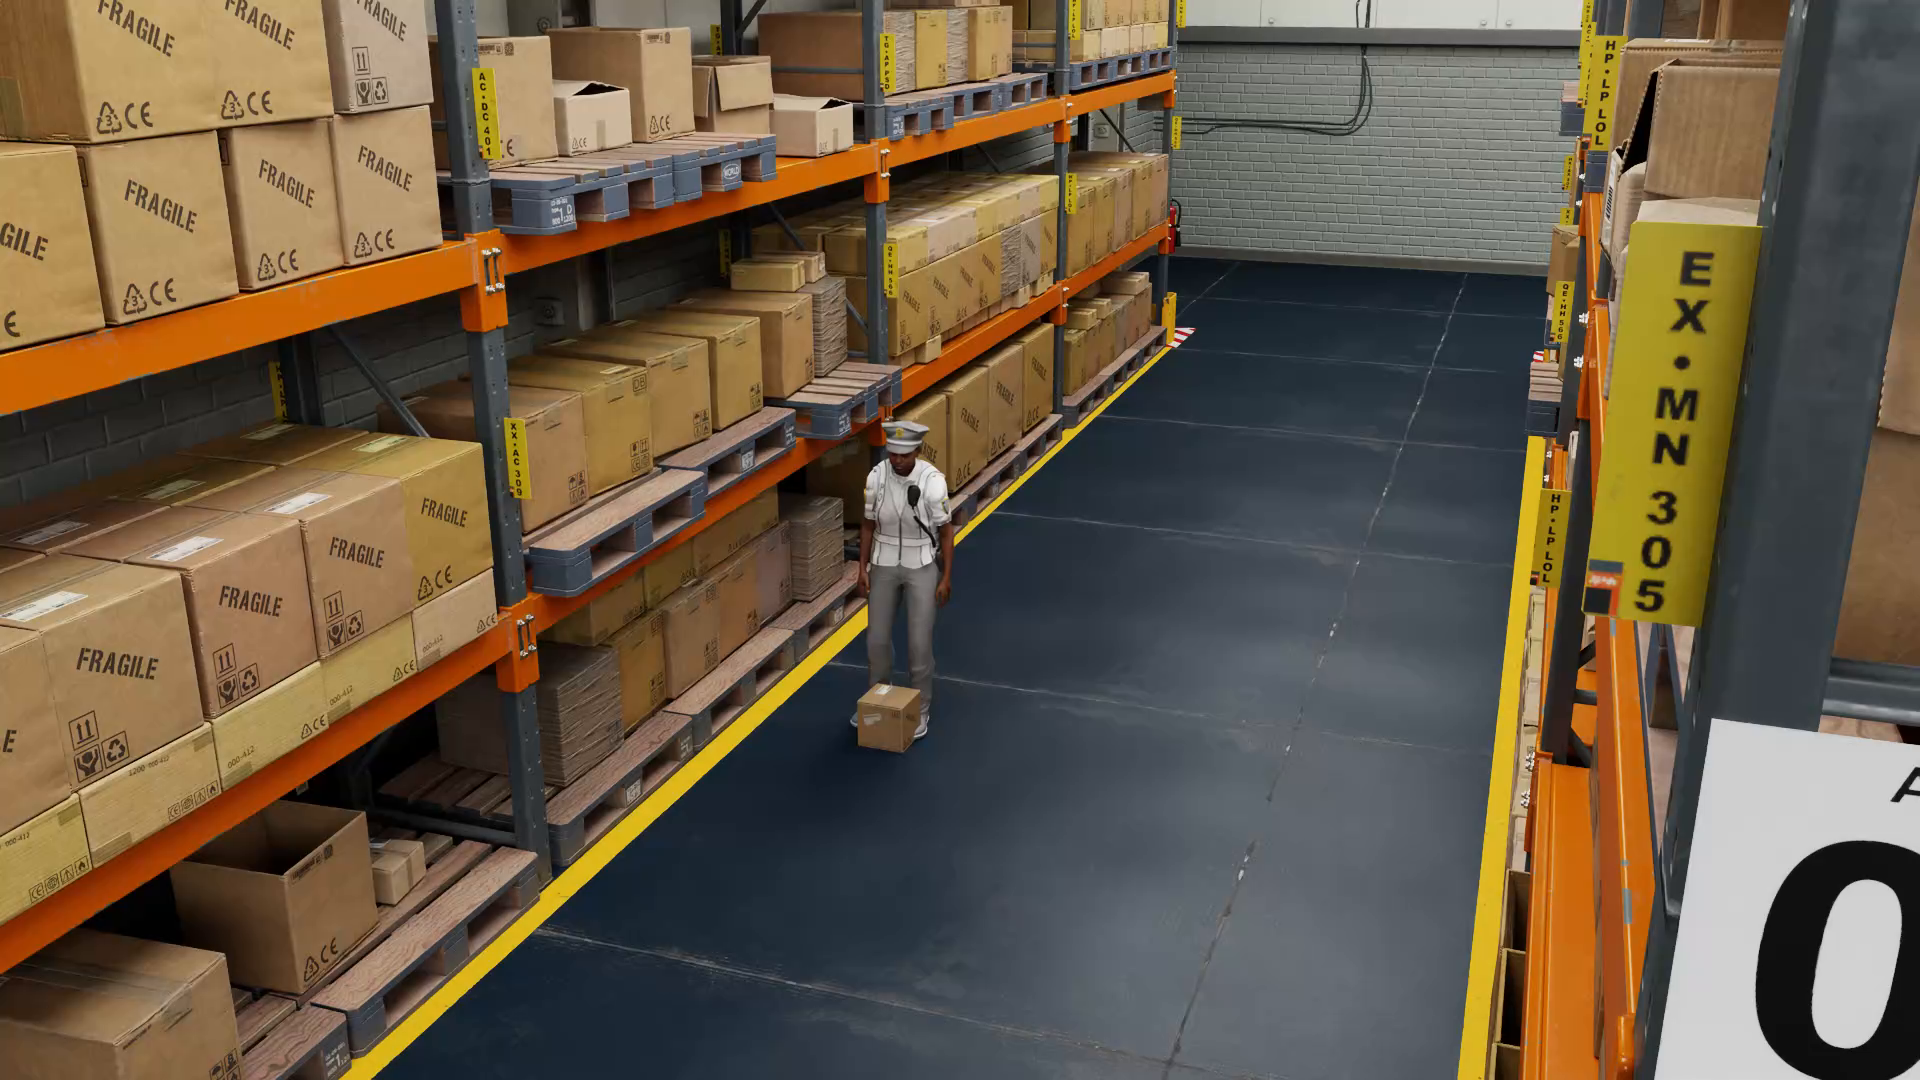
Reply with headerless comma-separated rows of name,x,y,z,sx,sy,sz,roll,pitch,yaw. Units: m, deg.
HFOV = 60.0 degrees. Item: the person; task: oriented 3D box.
person,-0.298,0.179,8.529,0.532,1.663,0.422,5,19,15
